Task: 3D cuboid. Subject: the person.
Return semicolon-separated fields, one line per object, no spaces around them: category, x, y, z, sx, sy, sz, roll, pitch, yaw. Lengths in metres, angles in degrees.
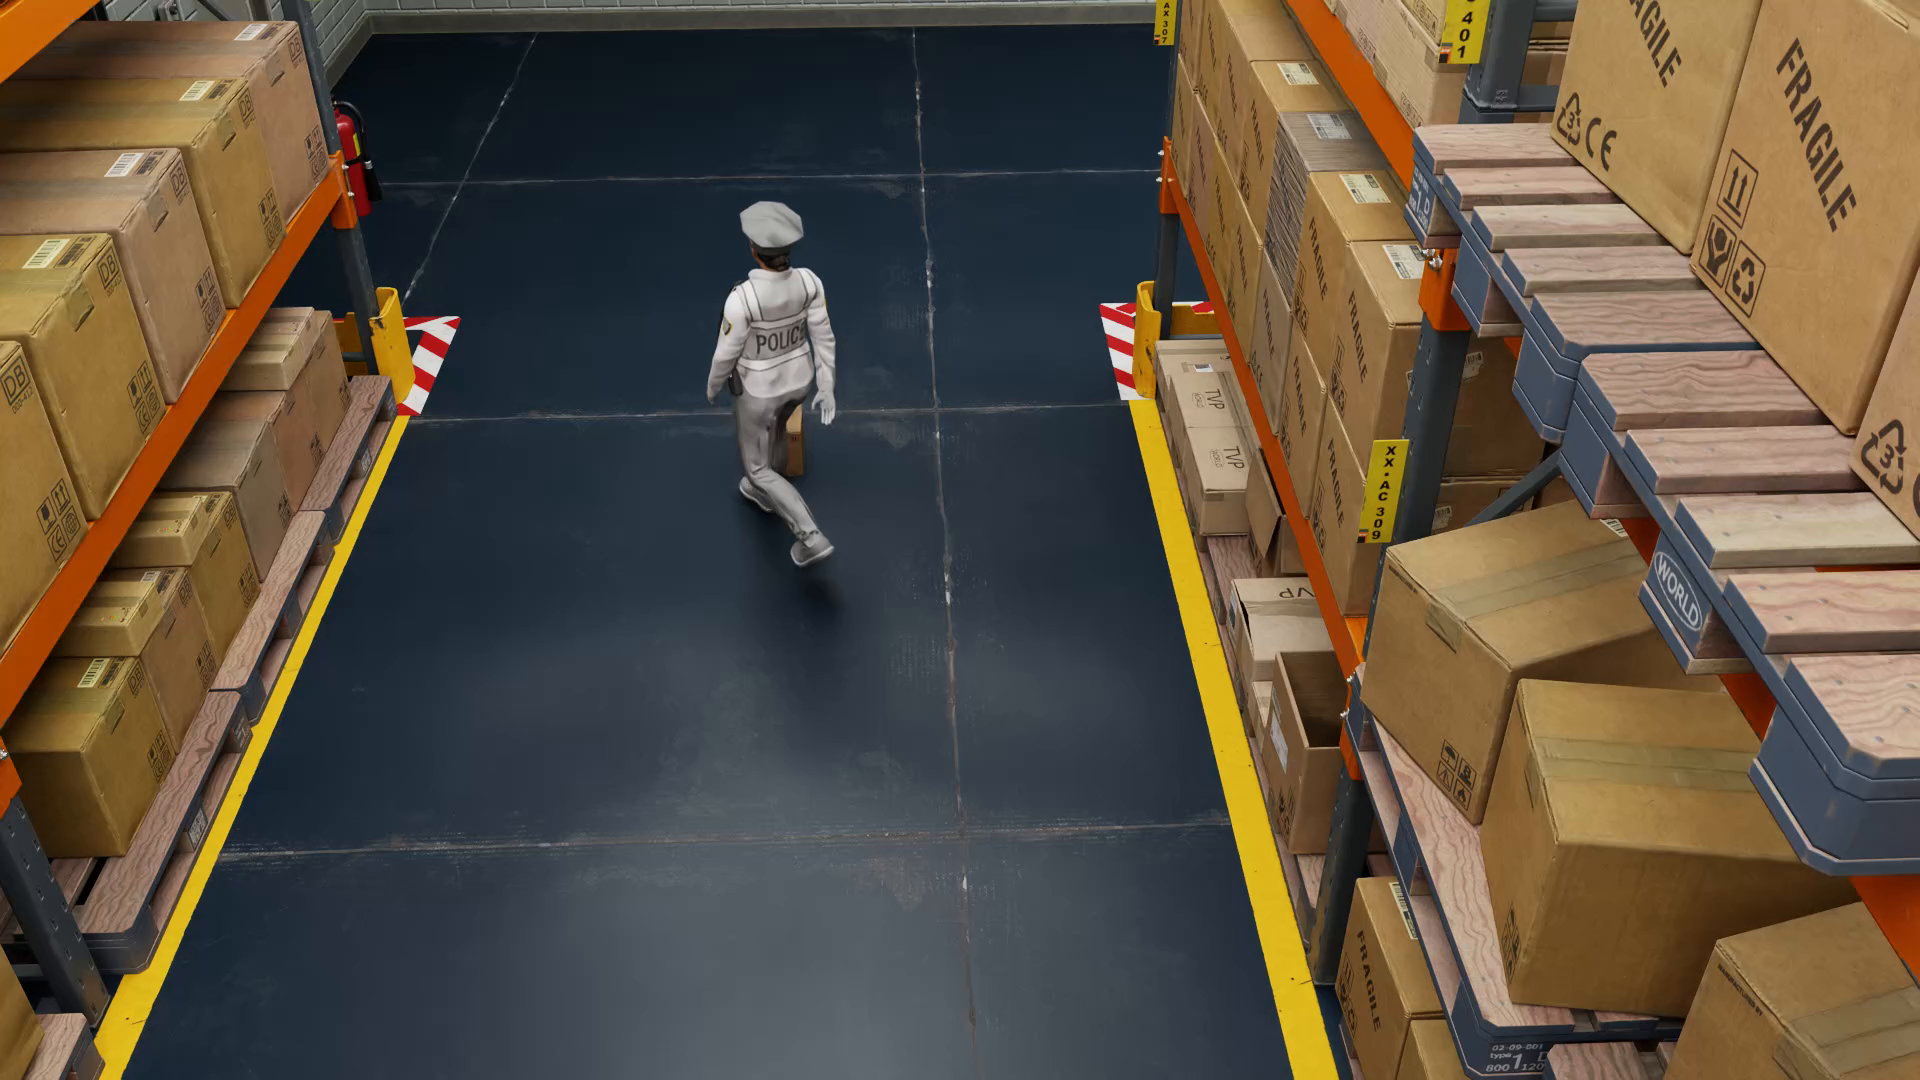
person;-0.810;-0.671;7.077;0.488;1.635;0.939;-27;43;-33
